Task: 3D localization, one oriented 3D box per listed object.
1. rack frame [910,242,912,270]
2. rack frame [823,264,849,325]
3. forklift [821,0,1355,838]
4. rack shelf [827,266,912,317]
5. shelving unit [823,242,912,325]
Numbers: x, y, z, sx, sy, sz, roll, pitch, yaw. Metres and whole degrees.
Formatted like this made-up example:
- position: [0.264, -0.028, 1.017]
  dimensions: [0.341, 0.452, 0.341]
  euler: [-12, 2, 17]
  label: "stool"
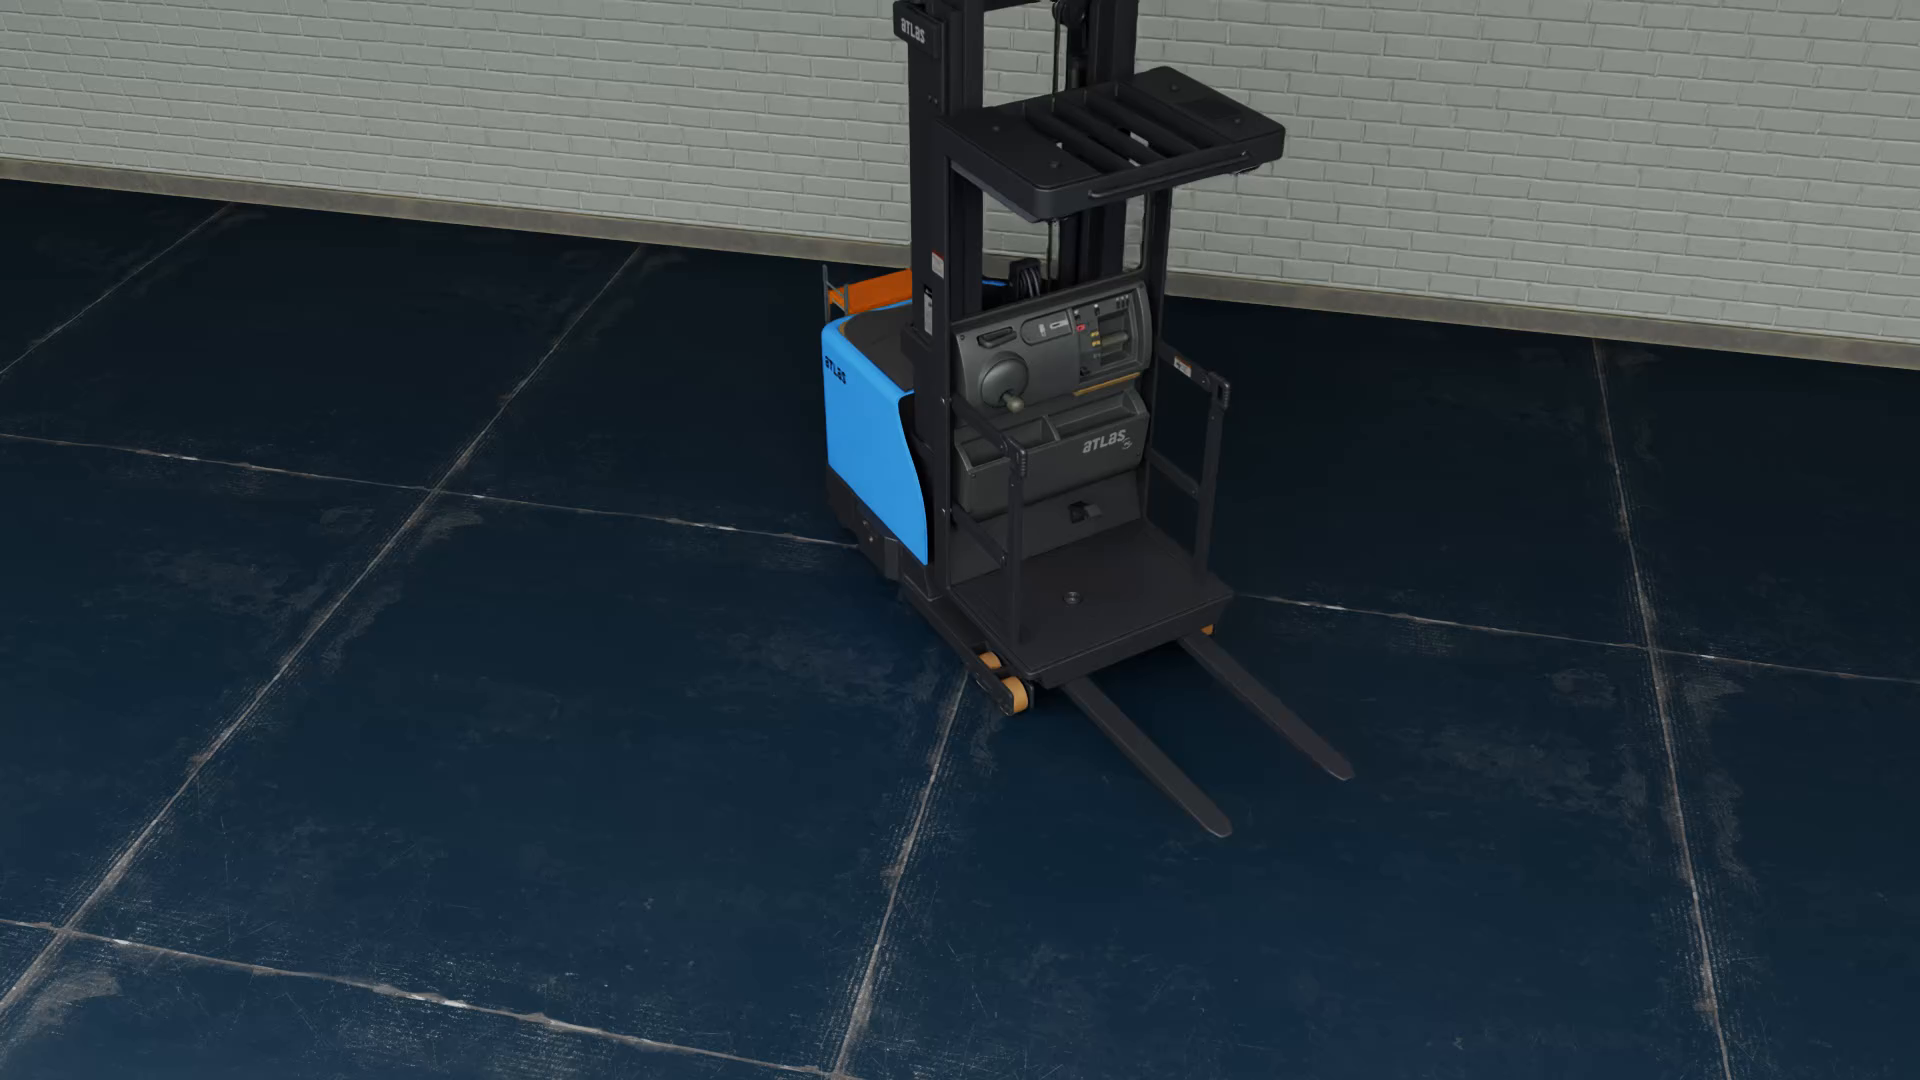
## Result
- position: [-0.179, -0.933, 8.515]
  dimensions: [0.015, 1.200, 0.240]
  euler: [-19, 40, -25]
  label: "rack frame"
- position: [-0.597, -0.786, 8.312]
  dimensions: [0.015, 1.200, 0.240]
  euler: [-19, 40, -25]
  label: "rack frame"
- position: [0.510, -0.741, 6.775]
  dimensions: [1.130, 2.935, 3.031]
  euler: [-19, 40, -24]
  label: "forklift"
- position: [-0.388, -1.178, 8.183]
  dimensions: [0.480, 0.148, 0.258]
  euler: [-19, 40, -25]
  label: "rack shelf"
- position: [-0.388, -0.859, 8.413]
  dimensions: [0.503, 1.200, 0.258]
  euler: [-19, 40, -25]
  label: "shelving unit"
